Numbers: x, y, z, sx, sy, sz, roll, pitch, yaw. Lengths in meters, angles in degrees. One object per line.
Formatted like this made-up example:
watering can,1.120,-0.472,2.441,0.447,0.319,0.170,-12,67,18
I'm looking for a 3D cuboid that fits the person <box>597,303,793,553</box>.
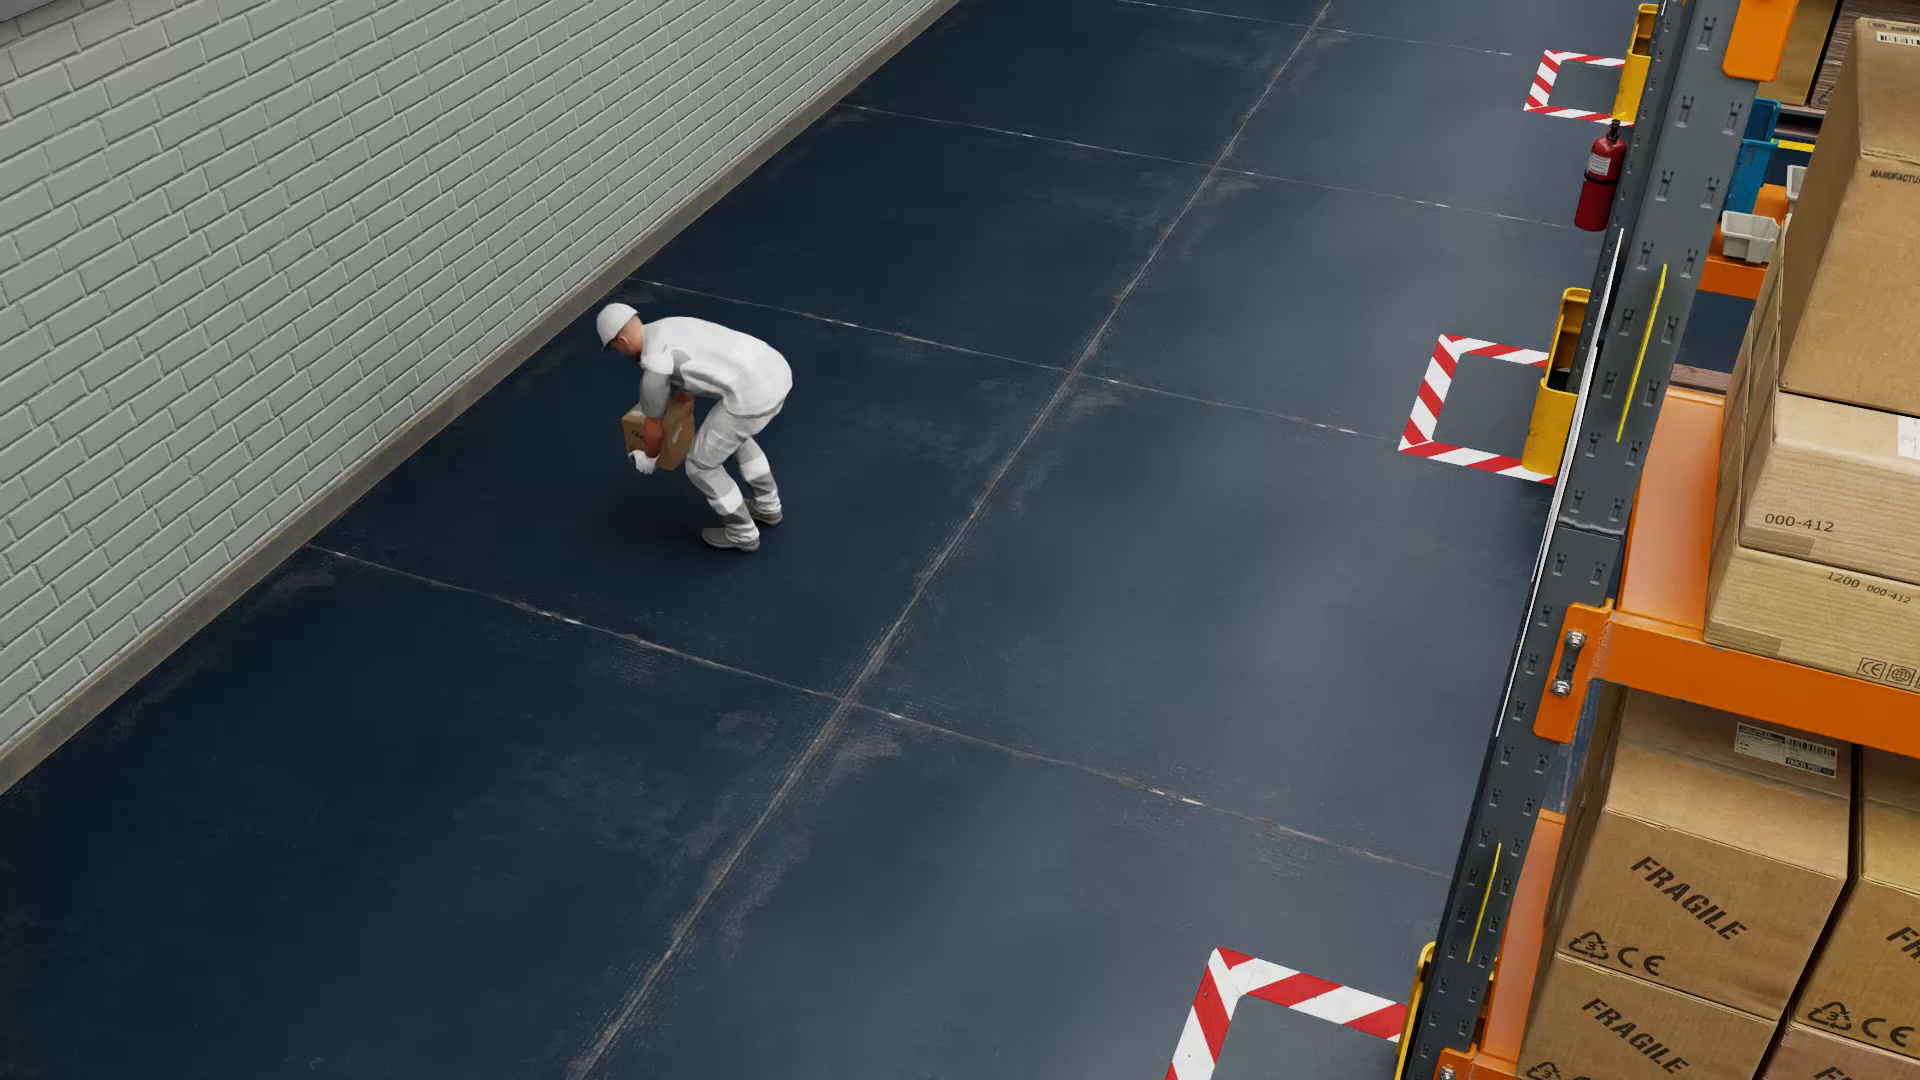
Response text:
person,-1.262,-0.561,8.040,0.943,1.182,0.517,12,39,16
